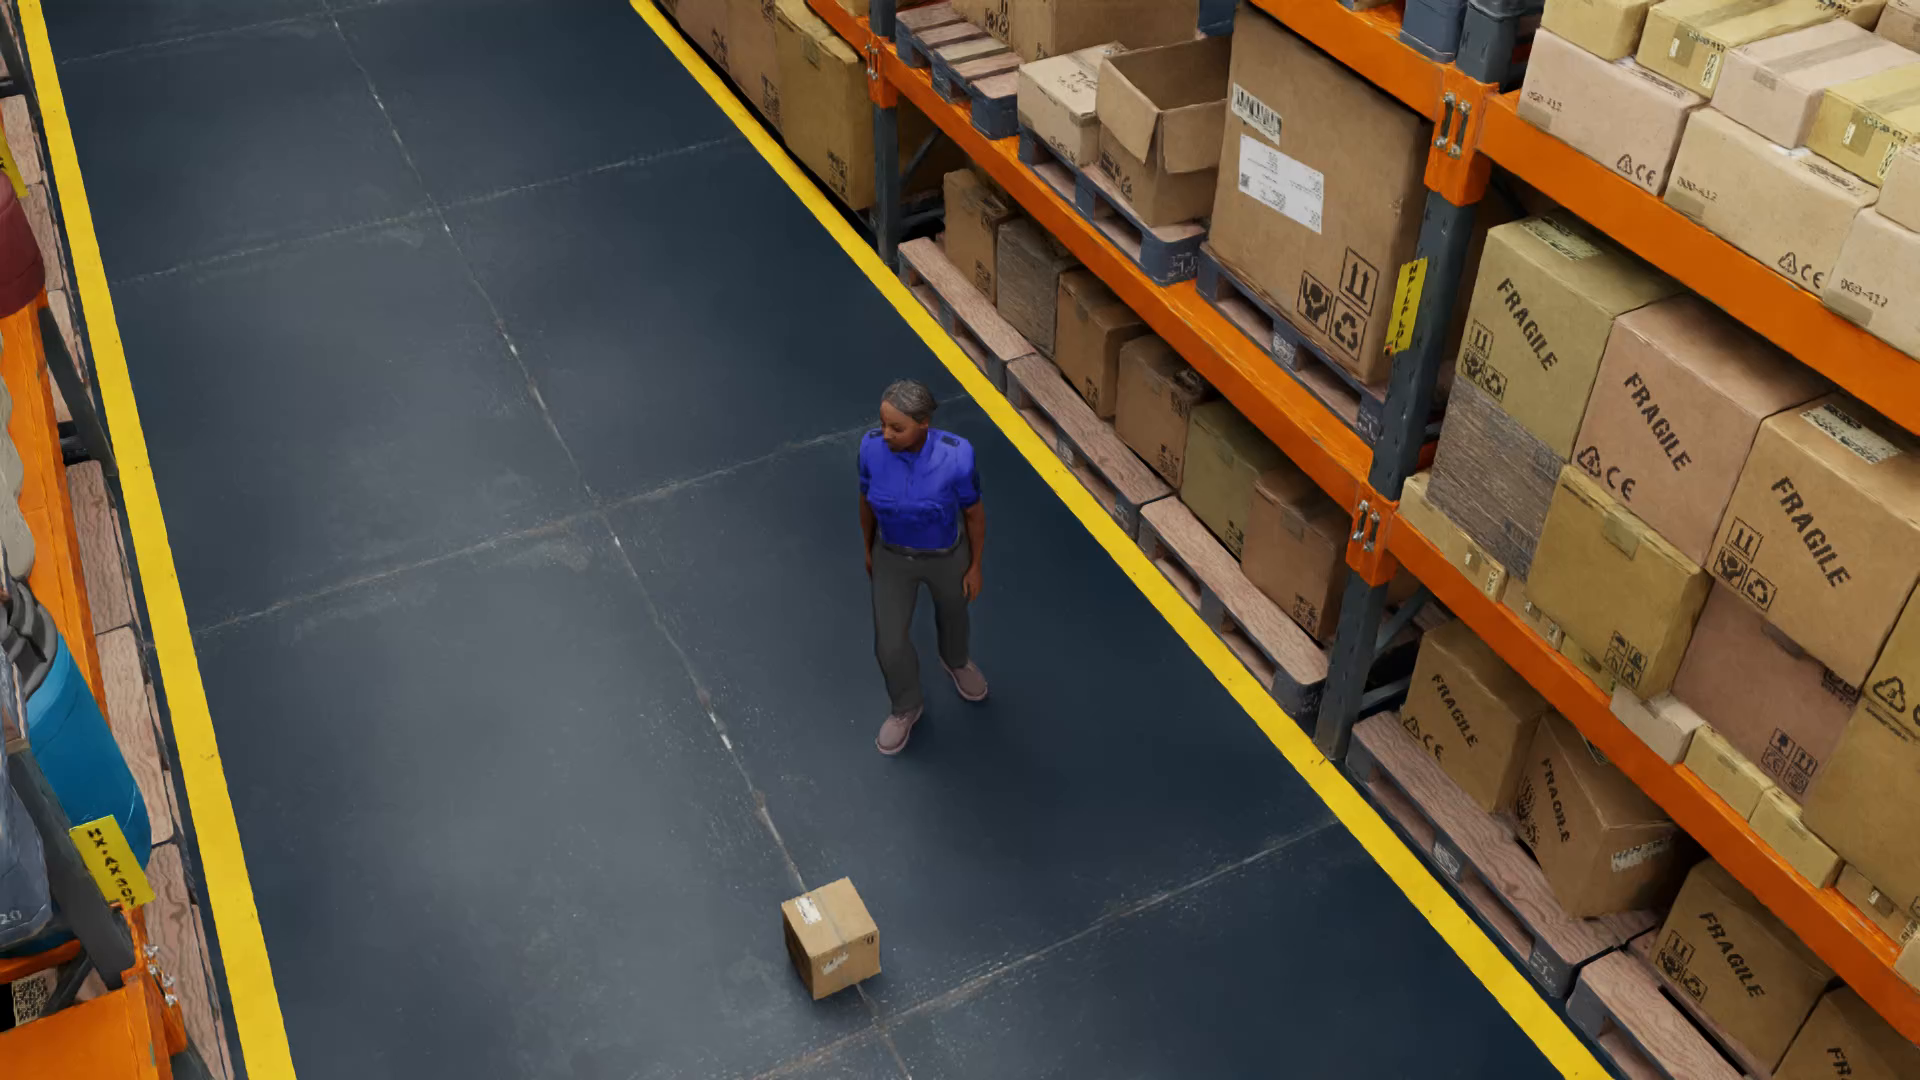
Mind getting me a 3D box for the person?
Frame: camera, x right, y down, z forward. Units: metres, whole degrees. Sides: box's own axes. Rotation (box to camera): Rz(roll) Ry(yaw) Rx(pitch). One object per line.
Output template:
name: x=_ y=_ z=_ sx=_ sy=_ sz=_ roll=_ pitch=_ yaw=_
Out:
person: x=-0.135 y=0.049 z=6.110 sx=0.475 sy=1.650 sz=0.562 roll=5 pitch=42 yaw=6
